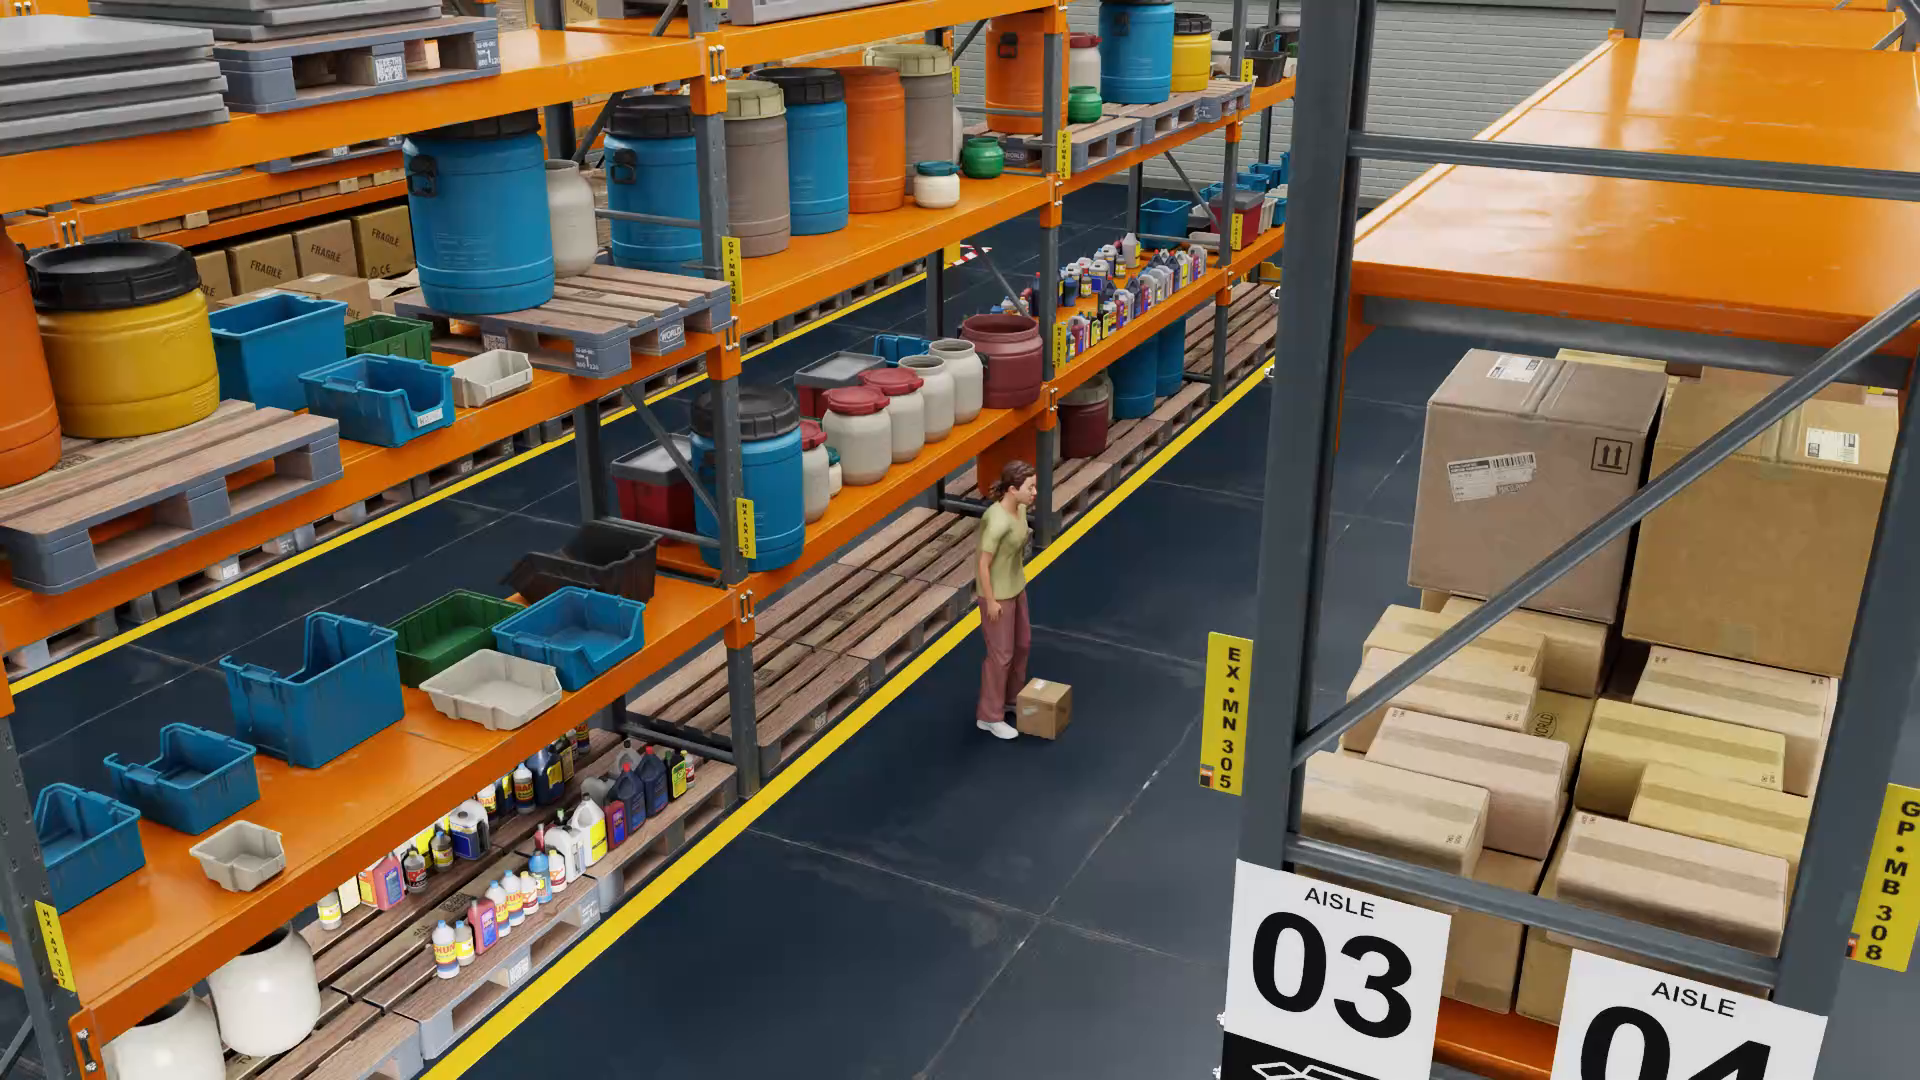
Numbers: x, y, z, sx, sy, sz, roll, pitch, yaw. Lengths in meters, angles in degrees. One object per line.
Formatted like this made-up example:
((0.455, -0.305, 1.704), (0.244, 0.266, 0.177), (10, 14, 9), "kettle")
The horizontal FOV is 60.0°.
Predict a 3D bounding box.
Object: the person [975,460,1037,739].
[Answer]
((0.280, 0.319, 9.840), (0.364, 1.671, 0.511), (10, 25, 22), "person")
